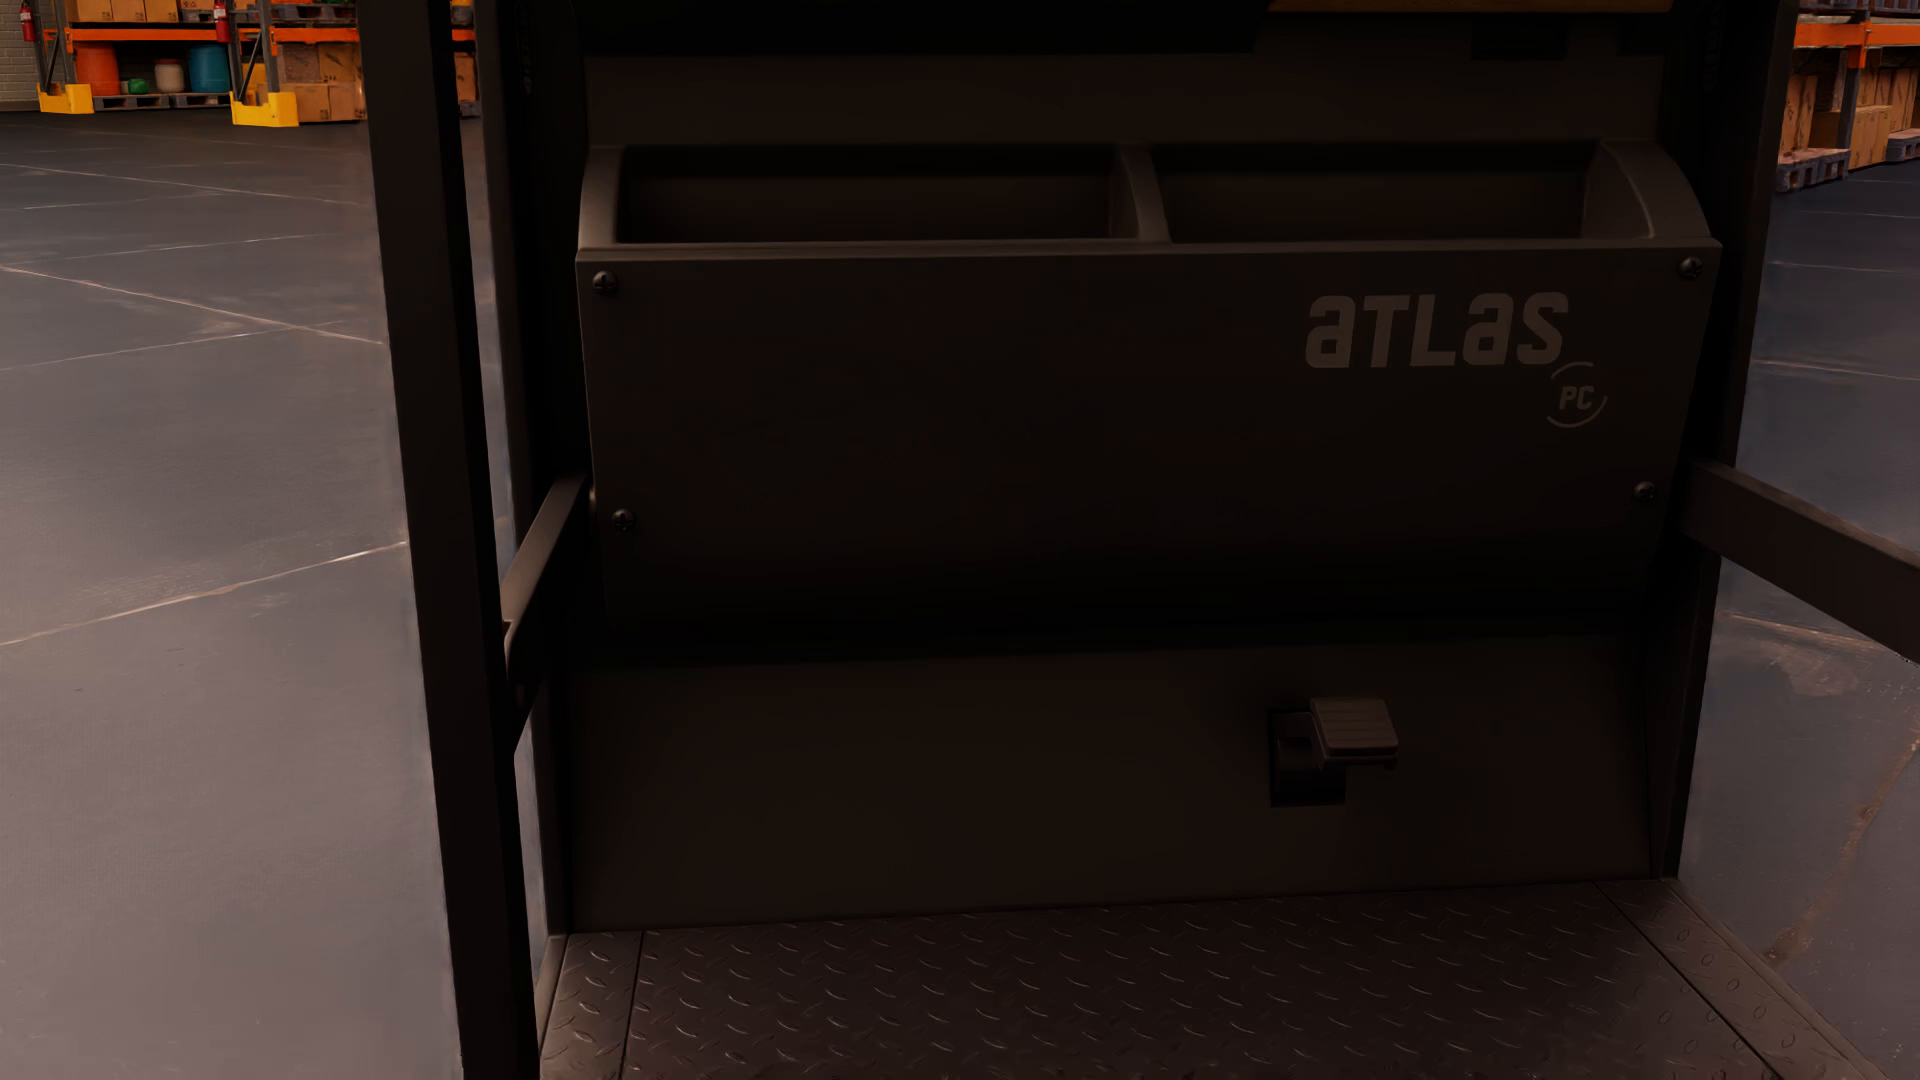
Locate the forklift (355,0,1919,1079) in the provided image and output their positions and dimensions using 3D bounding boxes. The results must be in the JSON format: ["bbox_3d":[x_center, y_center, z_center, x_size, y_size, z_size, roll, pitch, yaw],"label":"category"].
[{"bbox_3d":[0.182,-0.655,1.054,1.130,2.935,3.031,-2,17,-5],"label":"forklift"}]
